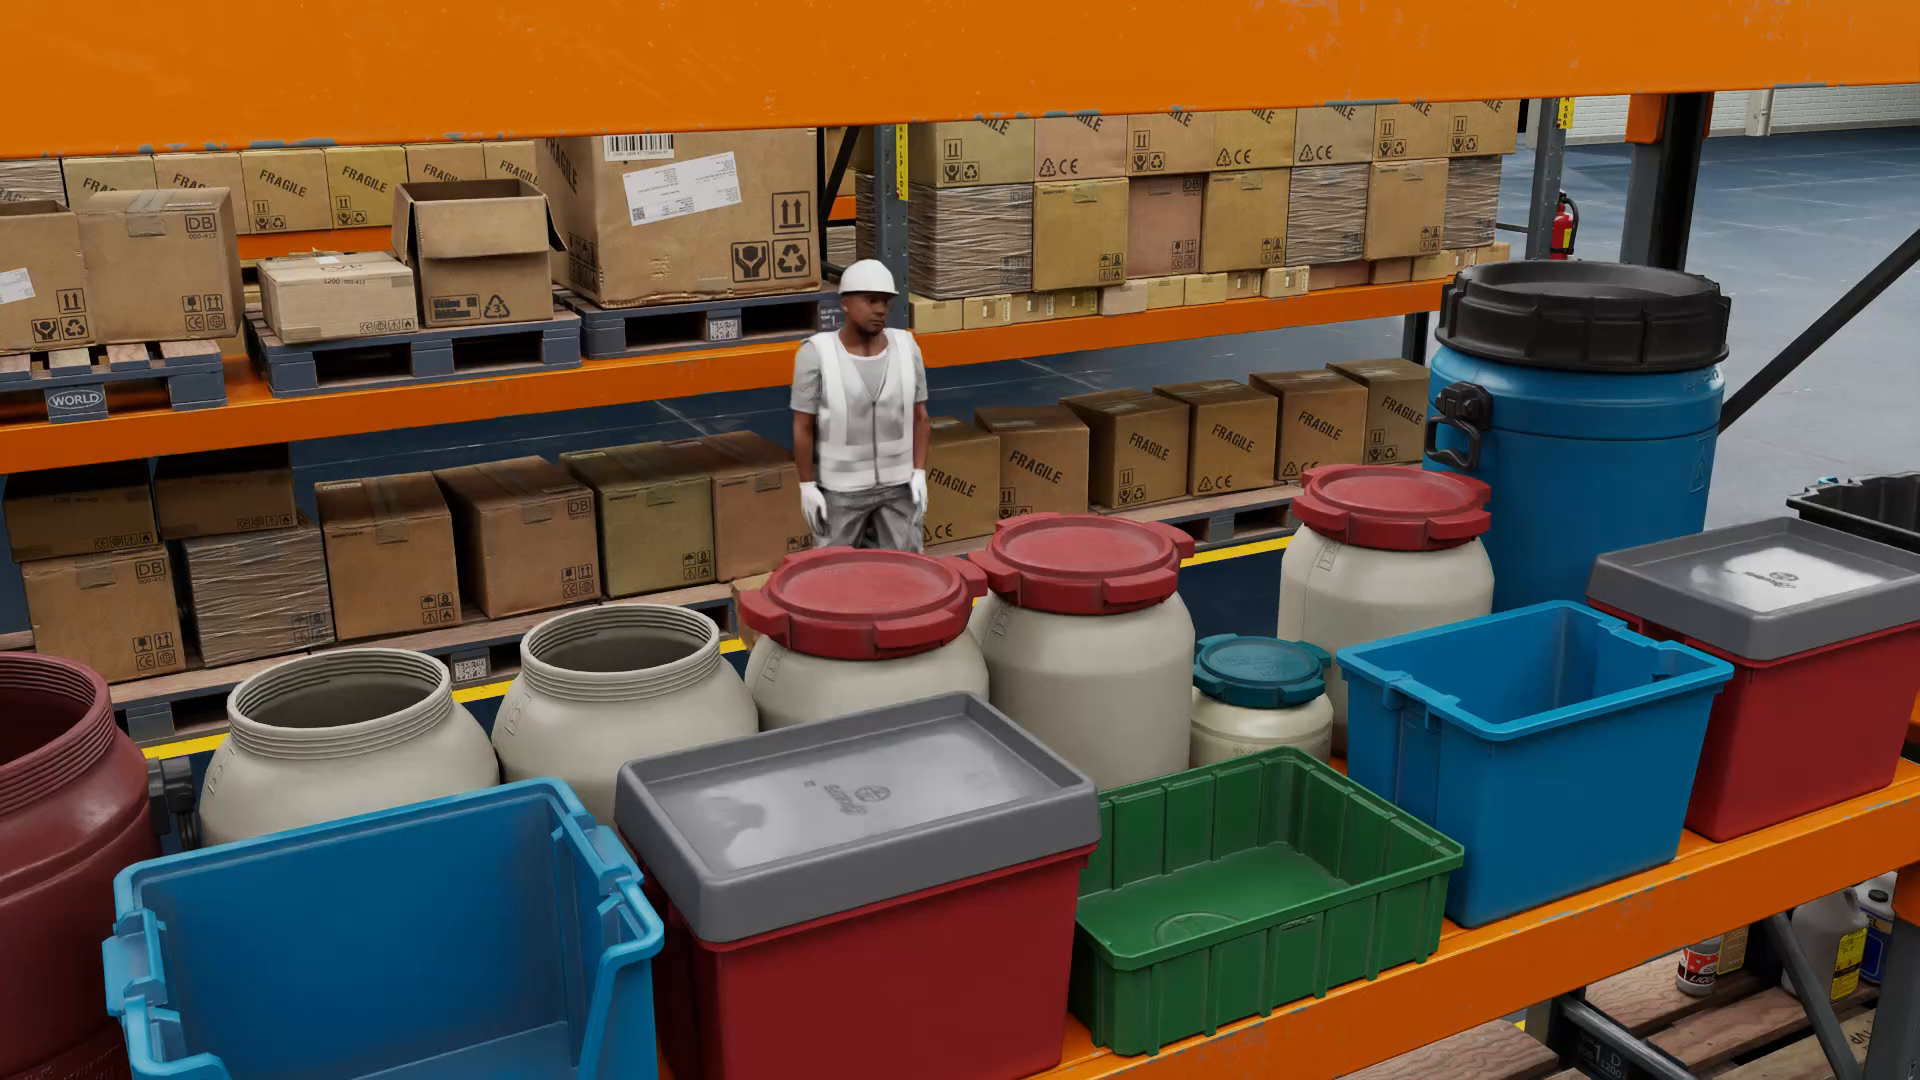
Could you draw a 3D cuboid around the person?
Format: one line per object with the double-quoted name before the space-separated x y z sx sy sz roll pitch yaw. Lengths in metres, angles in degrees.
"person" -0.383 -0.192 6.526 0.577 1.792 0.474 -6 19 -17
